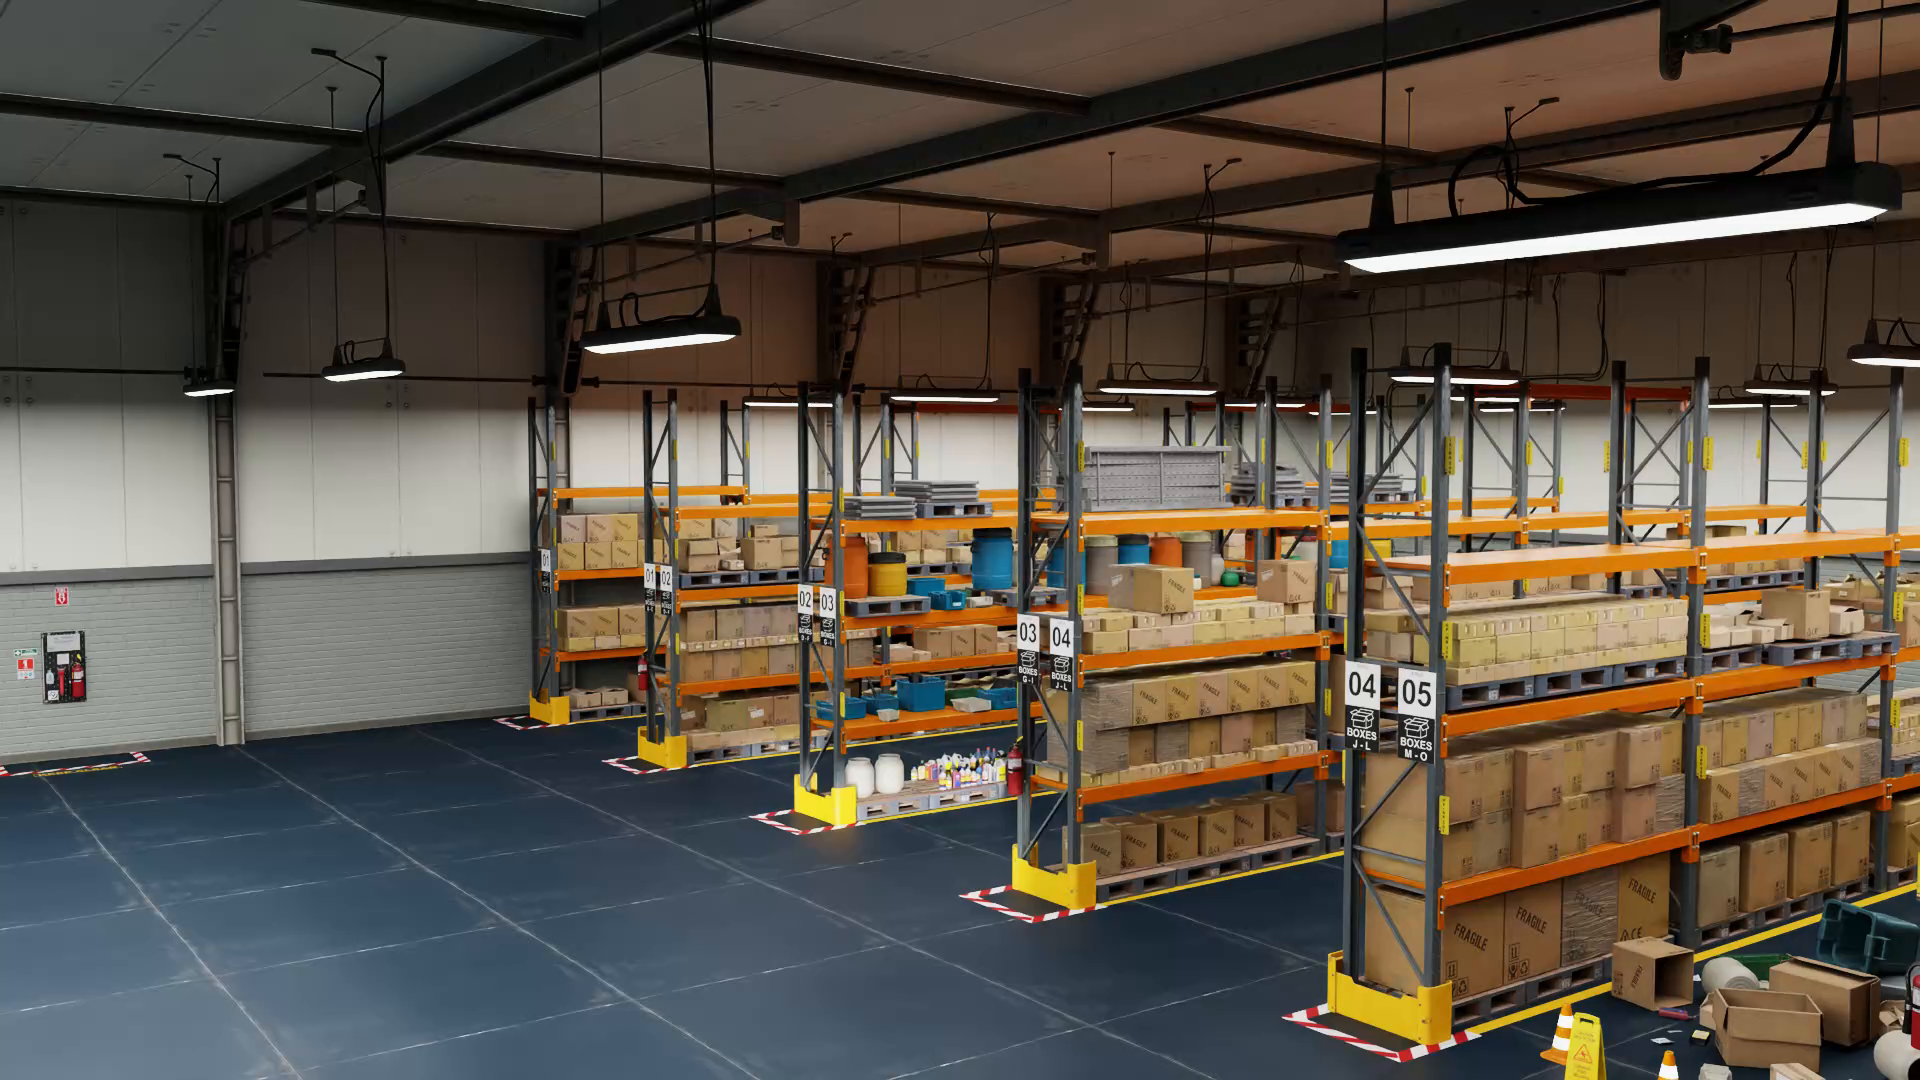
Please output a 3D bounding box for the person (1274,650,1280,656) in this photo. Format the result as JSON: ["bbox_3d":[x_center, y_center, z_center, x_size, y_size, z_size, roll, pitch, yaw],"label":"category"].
[{"bbox_3d":[5.508,2.560,29.912,0.521,1.654,0.555,-1,4,-24],"label":"person"}]
